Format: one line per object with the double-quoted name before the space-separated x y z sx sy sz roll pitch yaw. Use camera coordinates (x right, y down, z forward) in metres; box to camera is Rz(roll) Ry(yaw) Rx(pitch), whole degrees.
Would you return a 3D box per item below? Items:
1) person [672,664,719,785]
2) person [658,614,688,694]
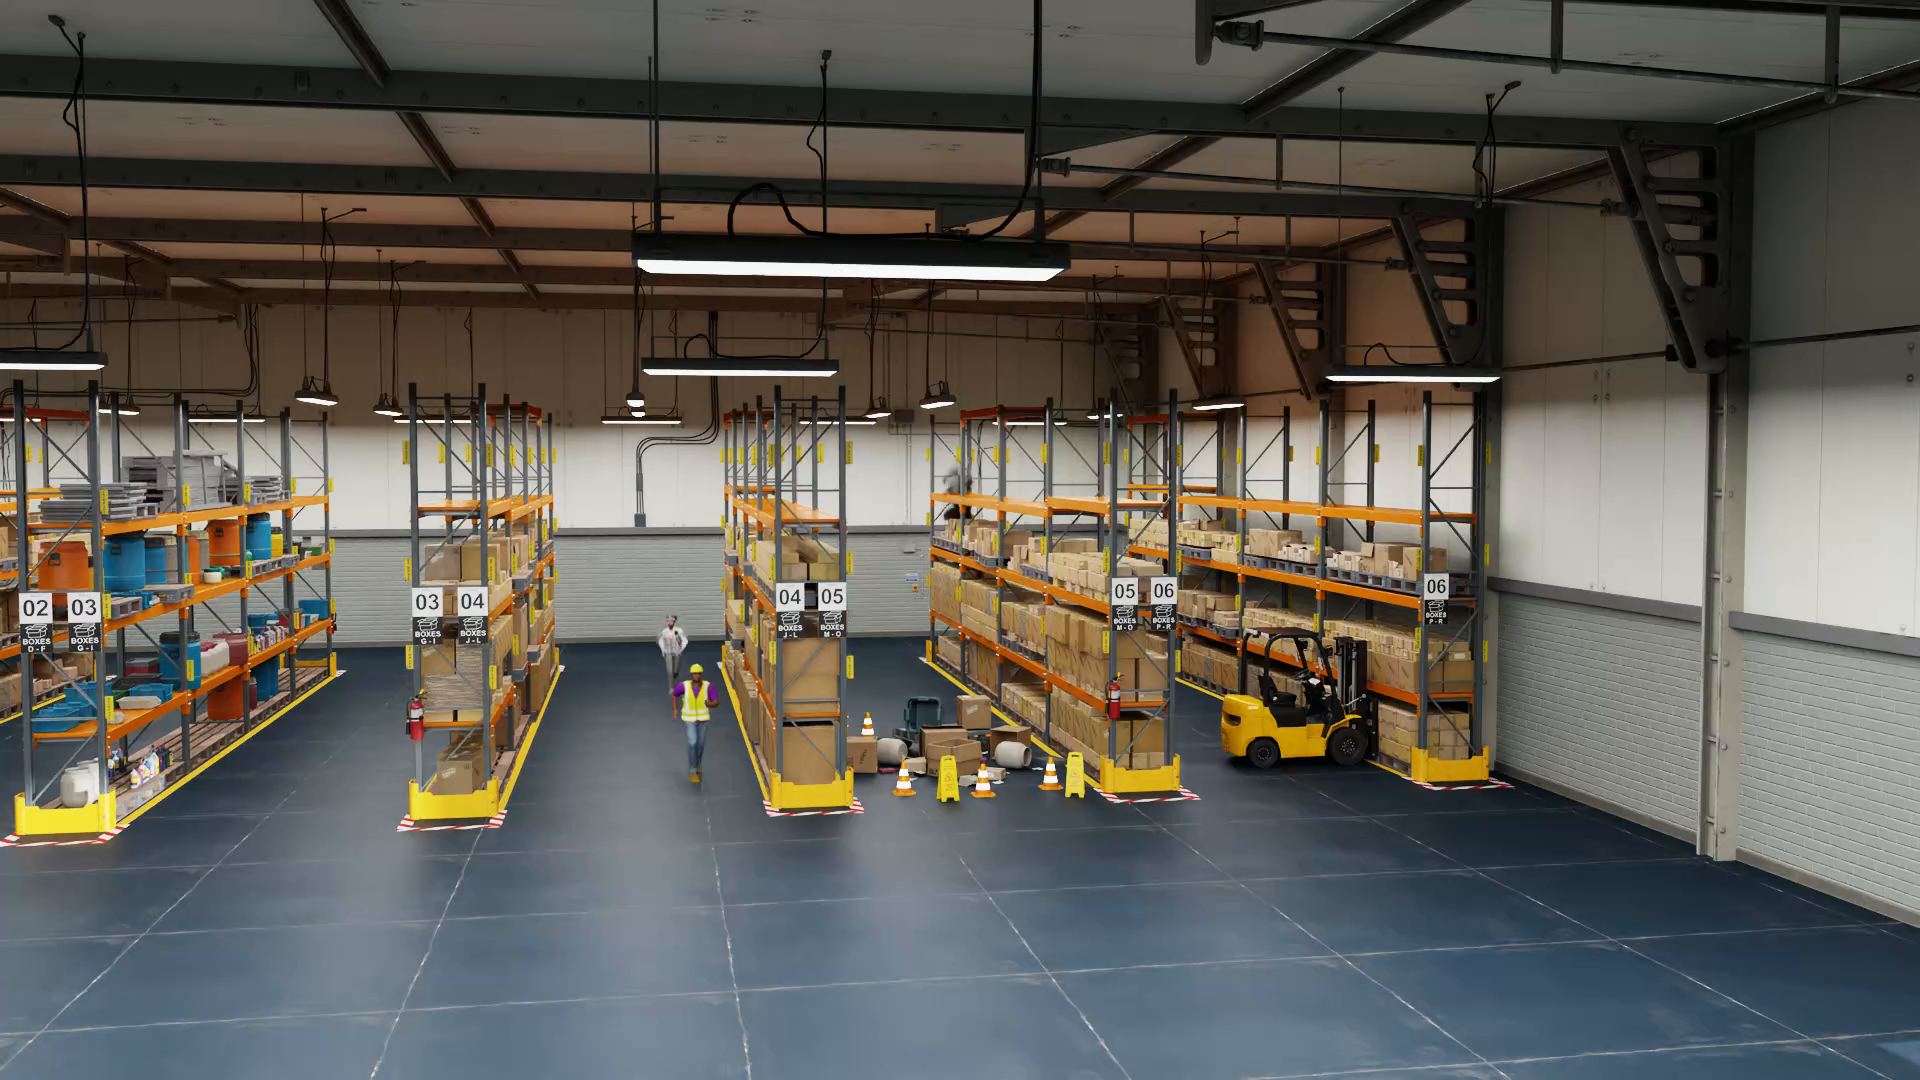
"person" -4.067 2.811 25.631 0.677 1.821 0.875 -1 3 -20
"person" -6.074 2.405 35.167 0.613 1.664 0.562 0 3 -3
